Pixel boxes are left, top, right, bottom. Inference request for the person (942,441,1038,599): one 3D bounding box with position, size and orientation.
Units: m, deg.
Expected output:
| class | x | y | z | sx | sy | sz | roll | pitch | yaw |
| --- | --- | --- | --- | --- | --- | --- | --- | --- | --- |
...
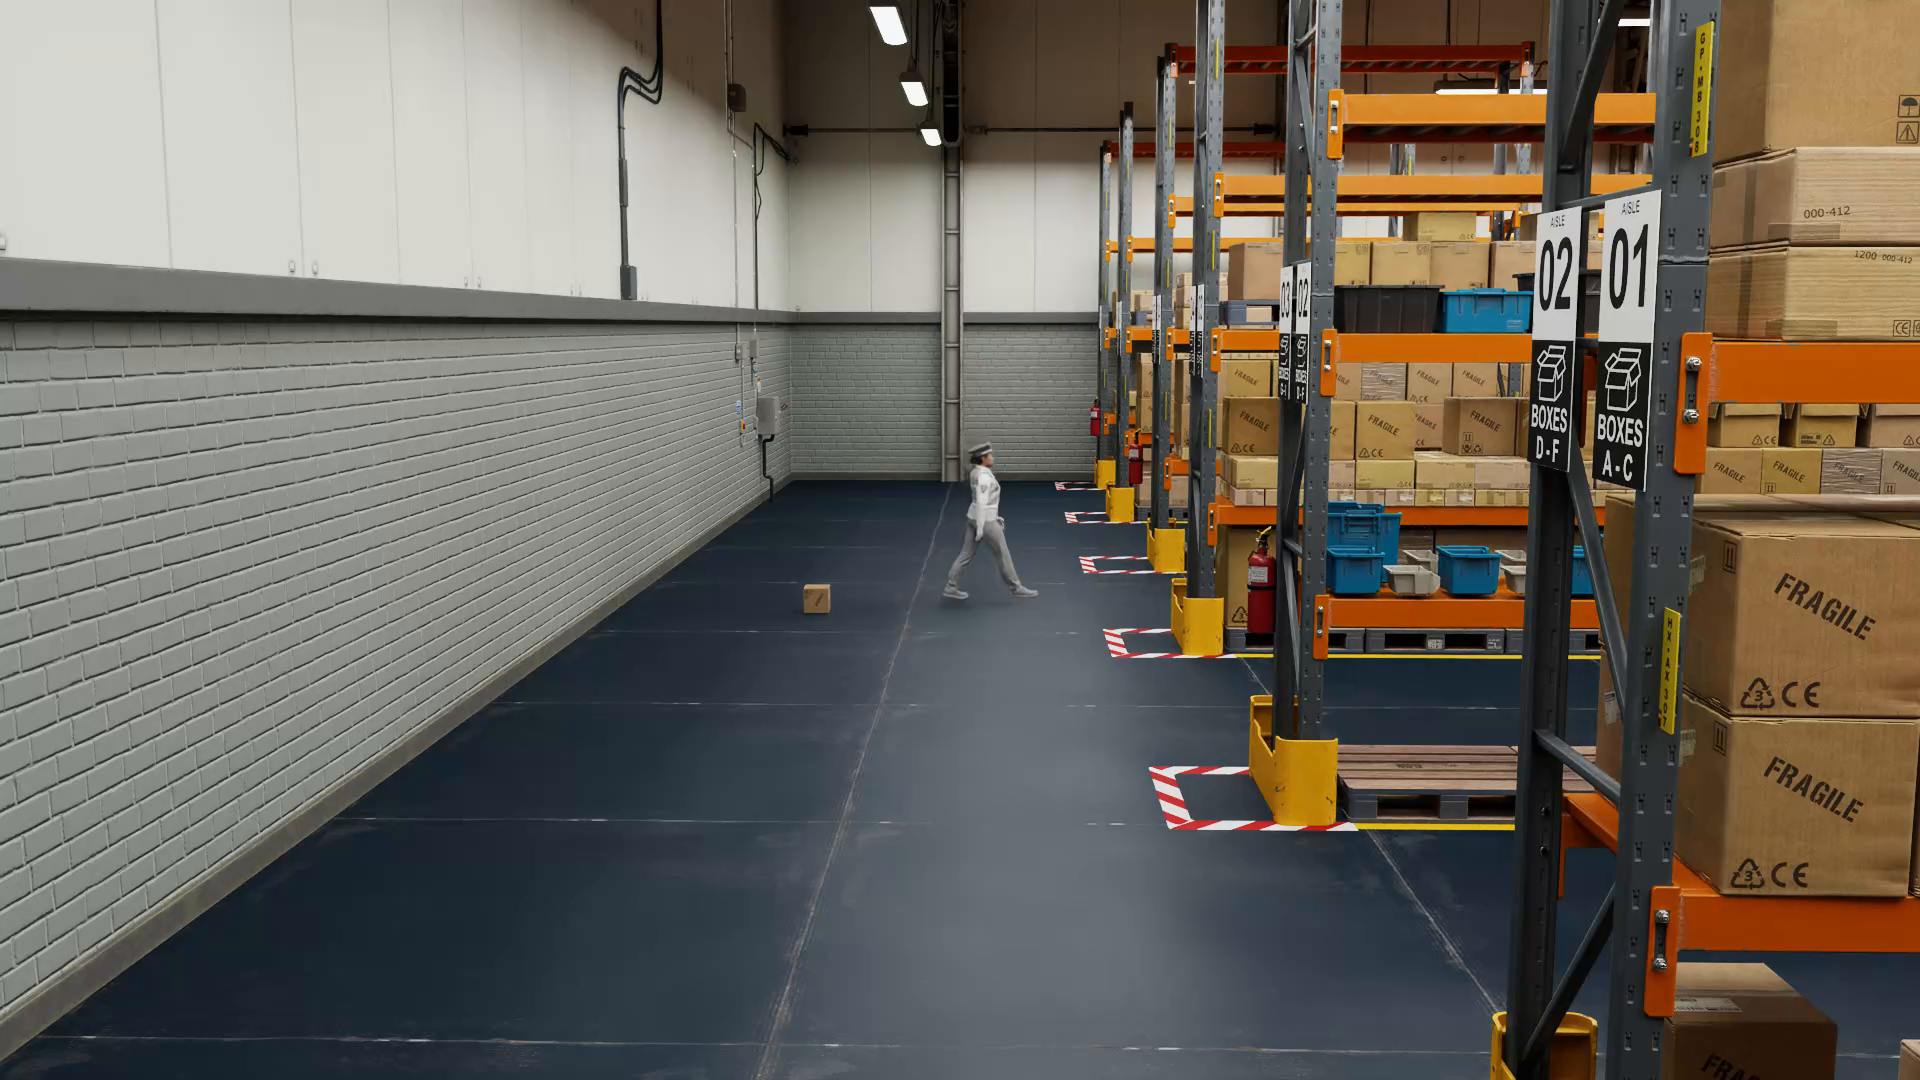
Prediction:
| class | x | y | z | sx | sy | sz | roll | pitch | yaw |
| --- | --- | --- | --- | --- | --- | --- | --- | --- | --- |
| person | 0.306 | -0.209 | 17.171 | 1.005 | 1.627 | 0.498 | -3 | 8 | -19 |
